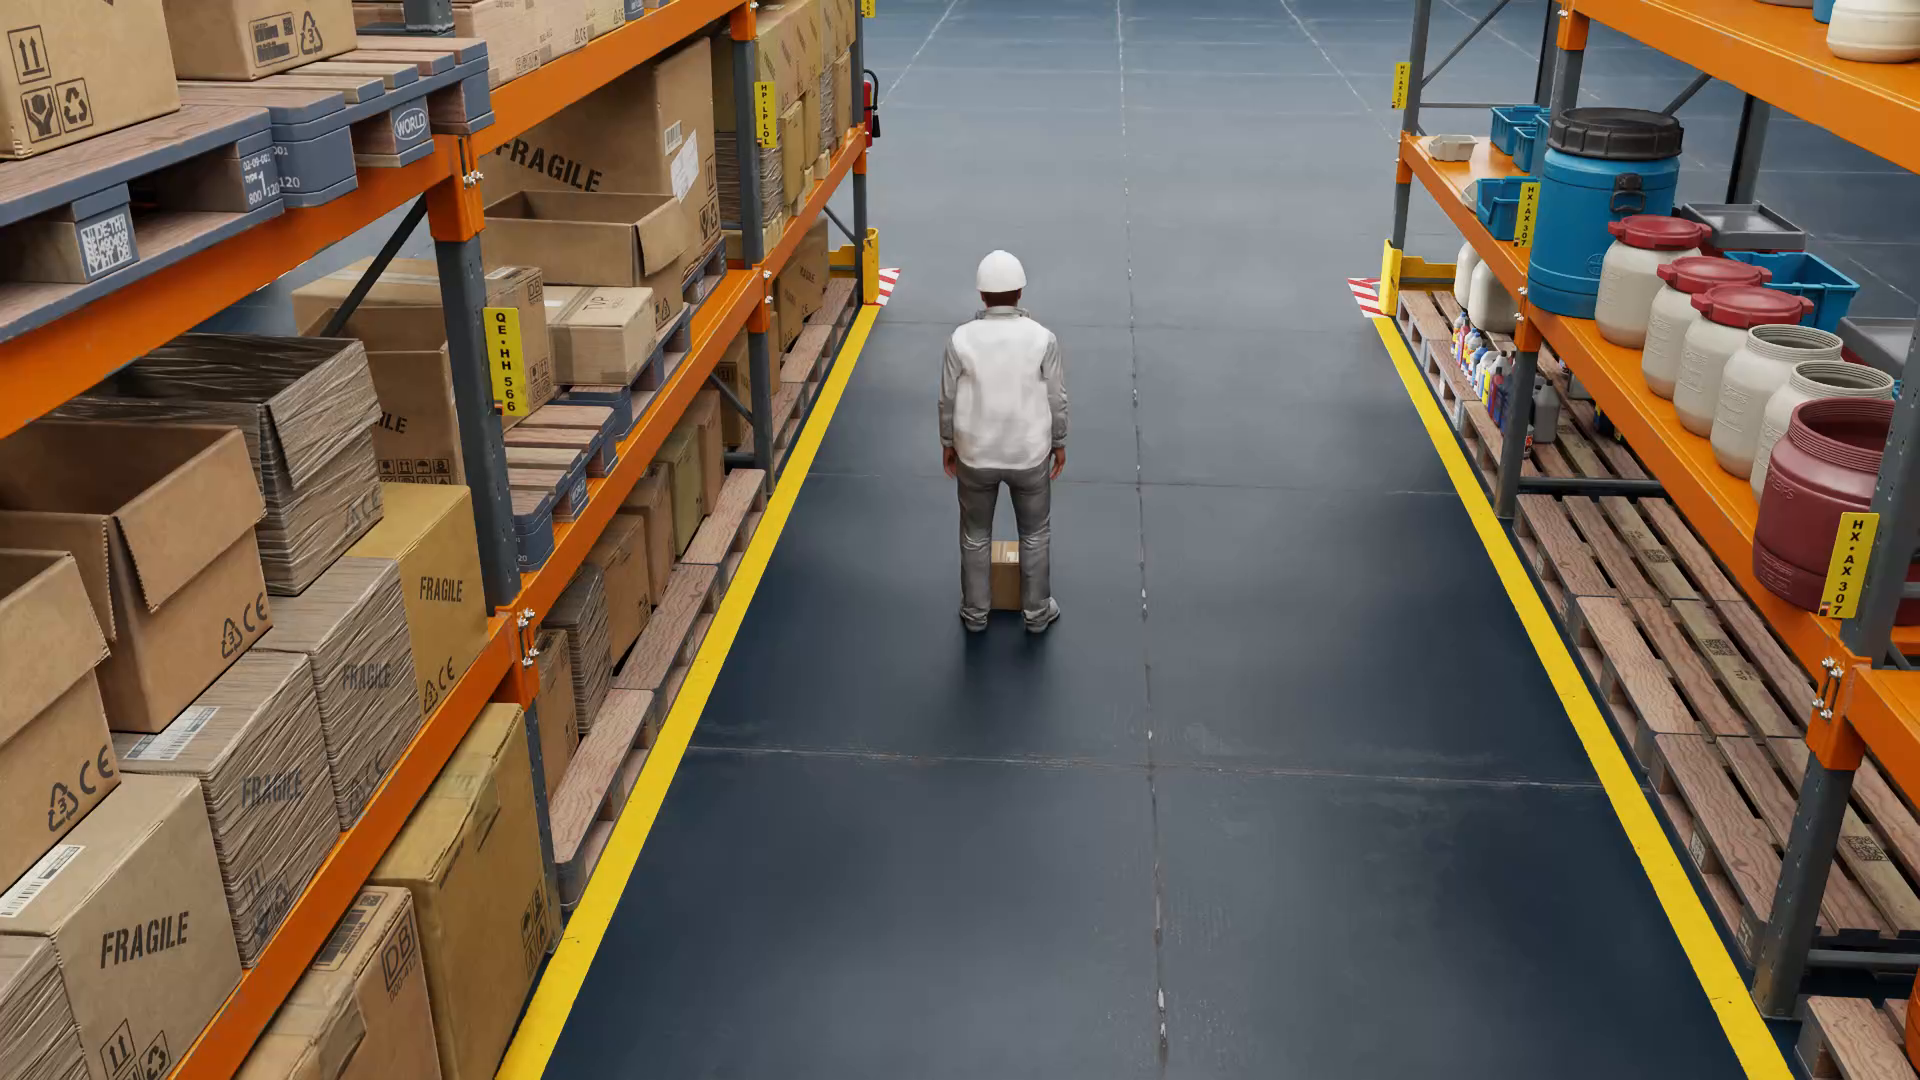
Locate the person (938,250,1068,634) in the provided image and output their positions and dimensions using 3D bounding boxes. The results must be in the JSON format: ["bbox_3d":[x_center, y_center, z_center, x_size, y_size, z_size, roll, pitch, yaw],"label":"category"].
[{"bbox_3d":[0.193,-0.414,7.487,0.579,1.771,0.462,1,24,2],"label":"person"}]
